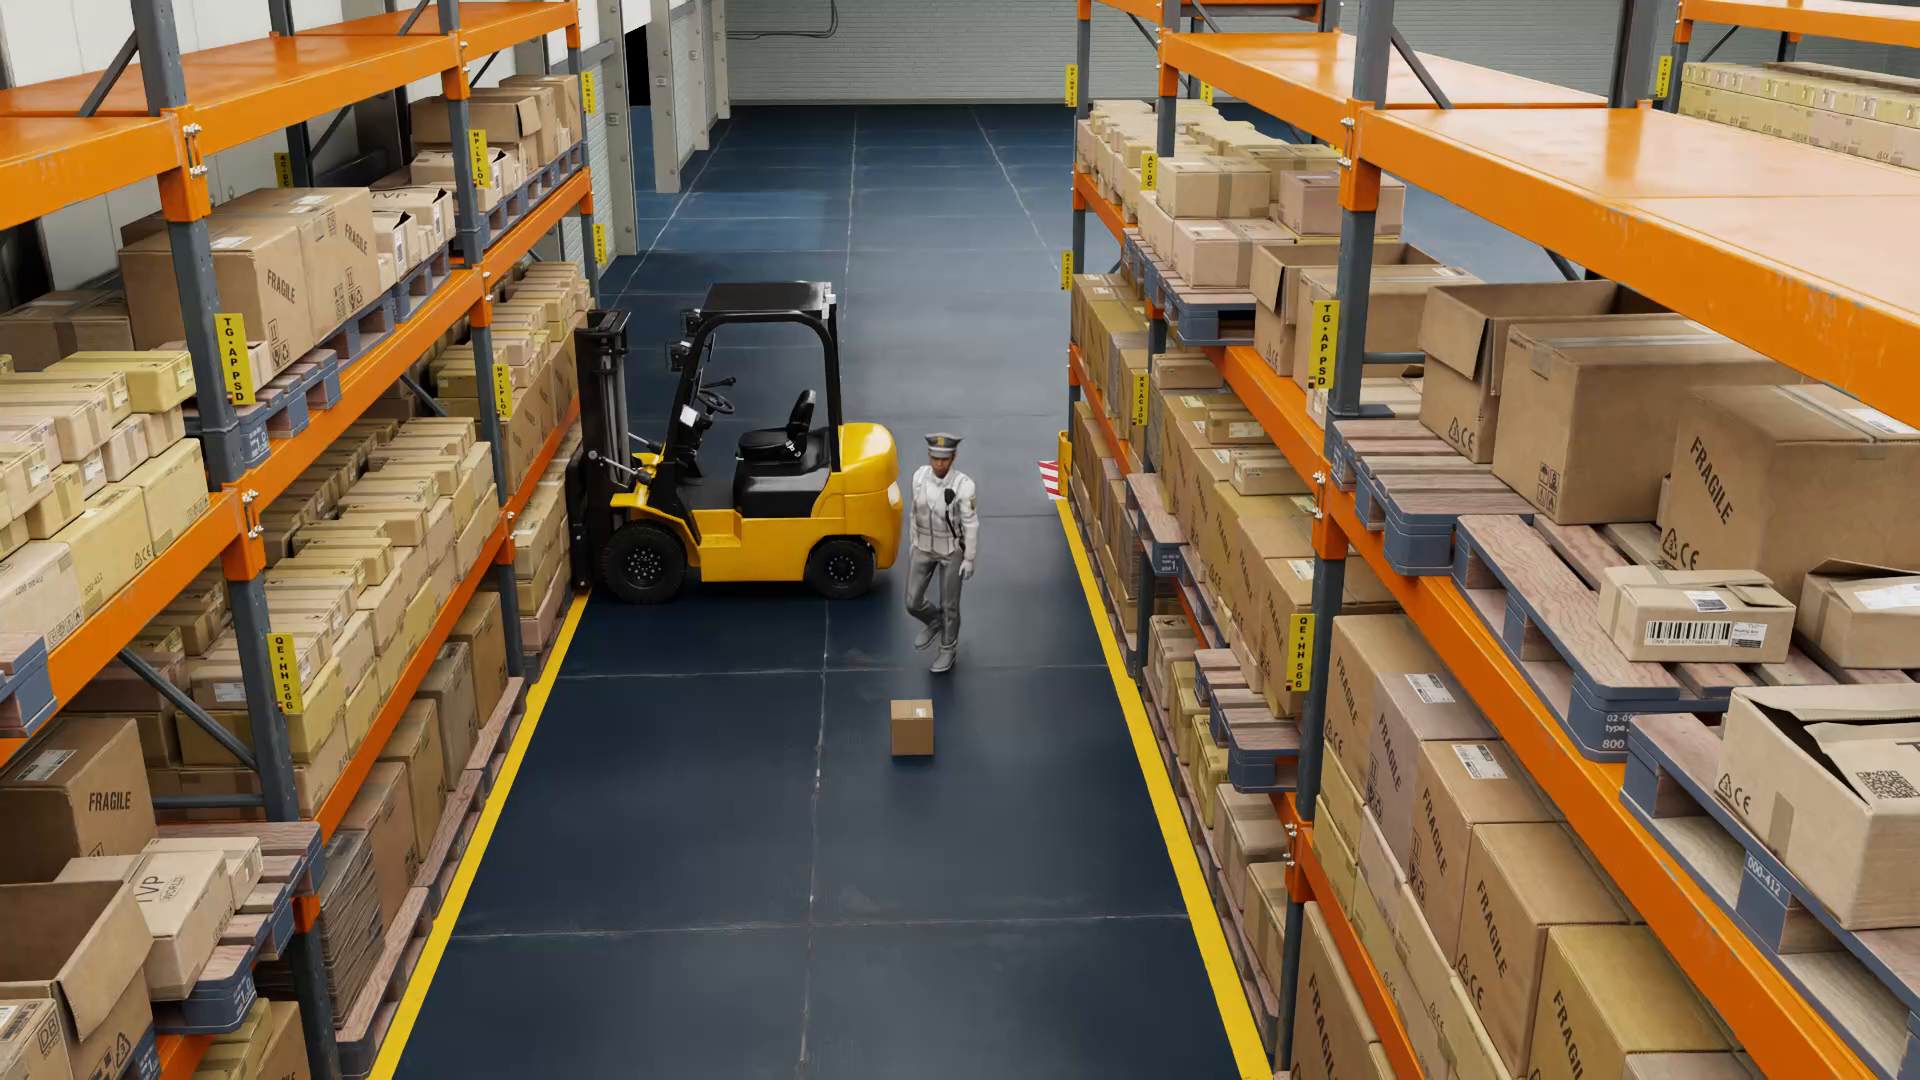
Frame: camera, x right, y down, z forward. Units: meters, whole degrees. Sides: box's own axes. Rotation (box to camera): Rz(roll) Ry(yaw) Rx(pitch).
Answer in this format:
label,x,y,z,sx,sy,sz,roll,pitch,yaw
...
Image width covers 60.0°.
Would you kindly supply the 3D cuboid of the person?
label,x,y,z,sx,sy,sz,roll,pitch,yaw
person,-0.256,0.194,10.470,0.495,1.672,0.761,6,21,17
